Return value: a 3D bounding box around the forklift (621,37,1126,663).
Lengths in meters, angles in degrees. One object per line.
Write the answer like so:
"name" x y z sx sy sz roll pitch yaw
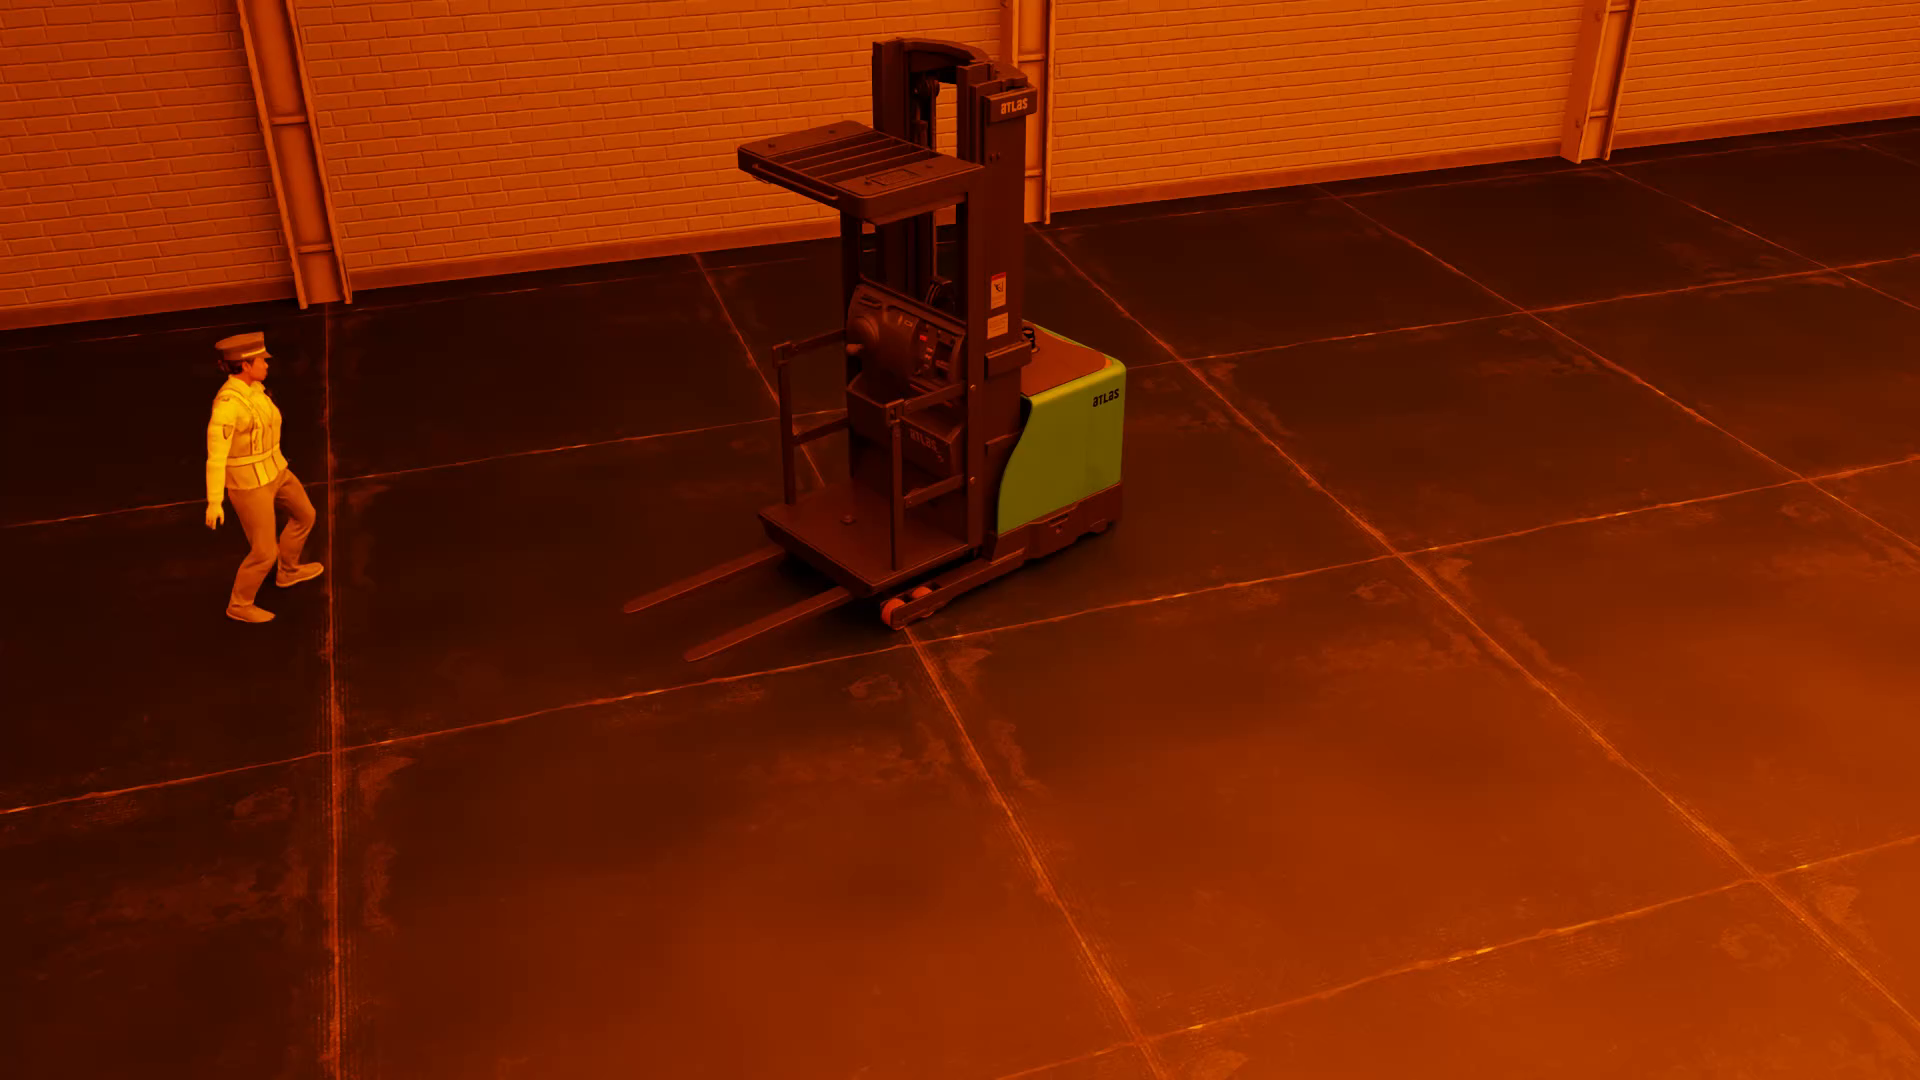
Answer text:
"forklift" -0.461 -1.072 8.951 3.031 2.935 1.130 -23 37 -34

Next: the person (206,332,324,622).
"person" -3.854 -0.307 9.003 0.441 1.650 0.812 2 30 3
